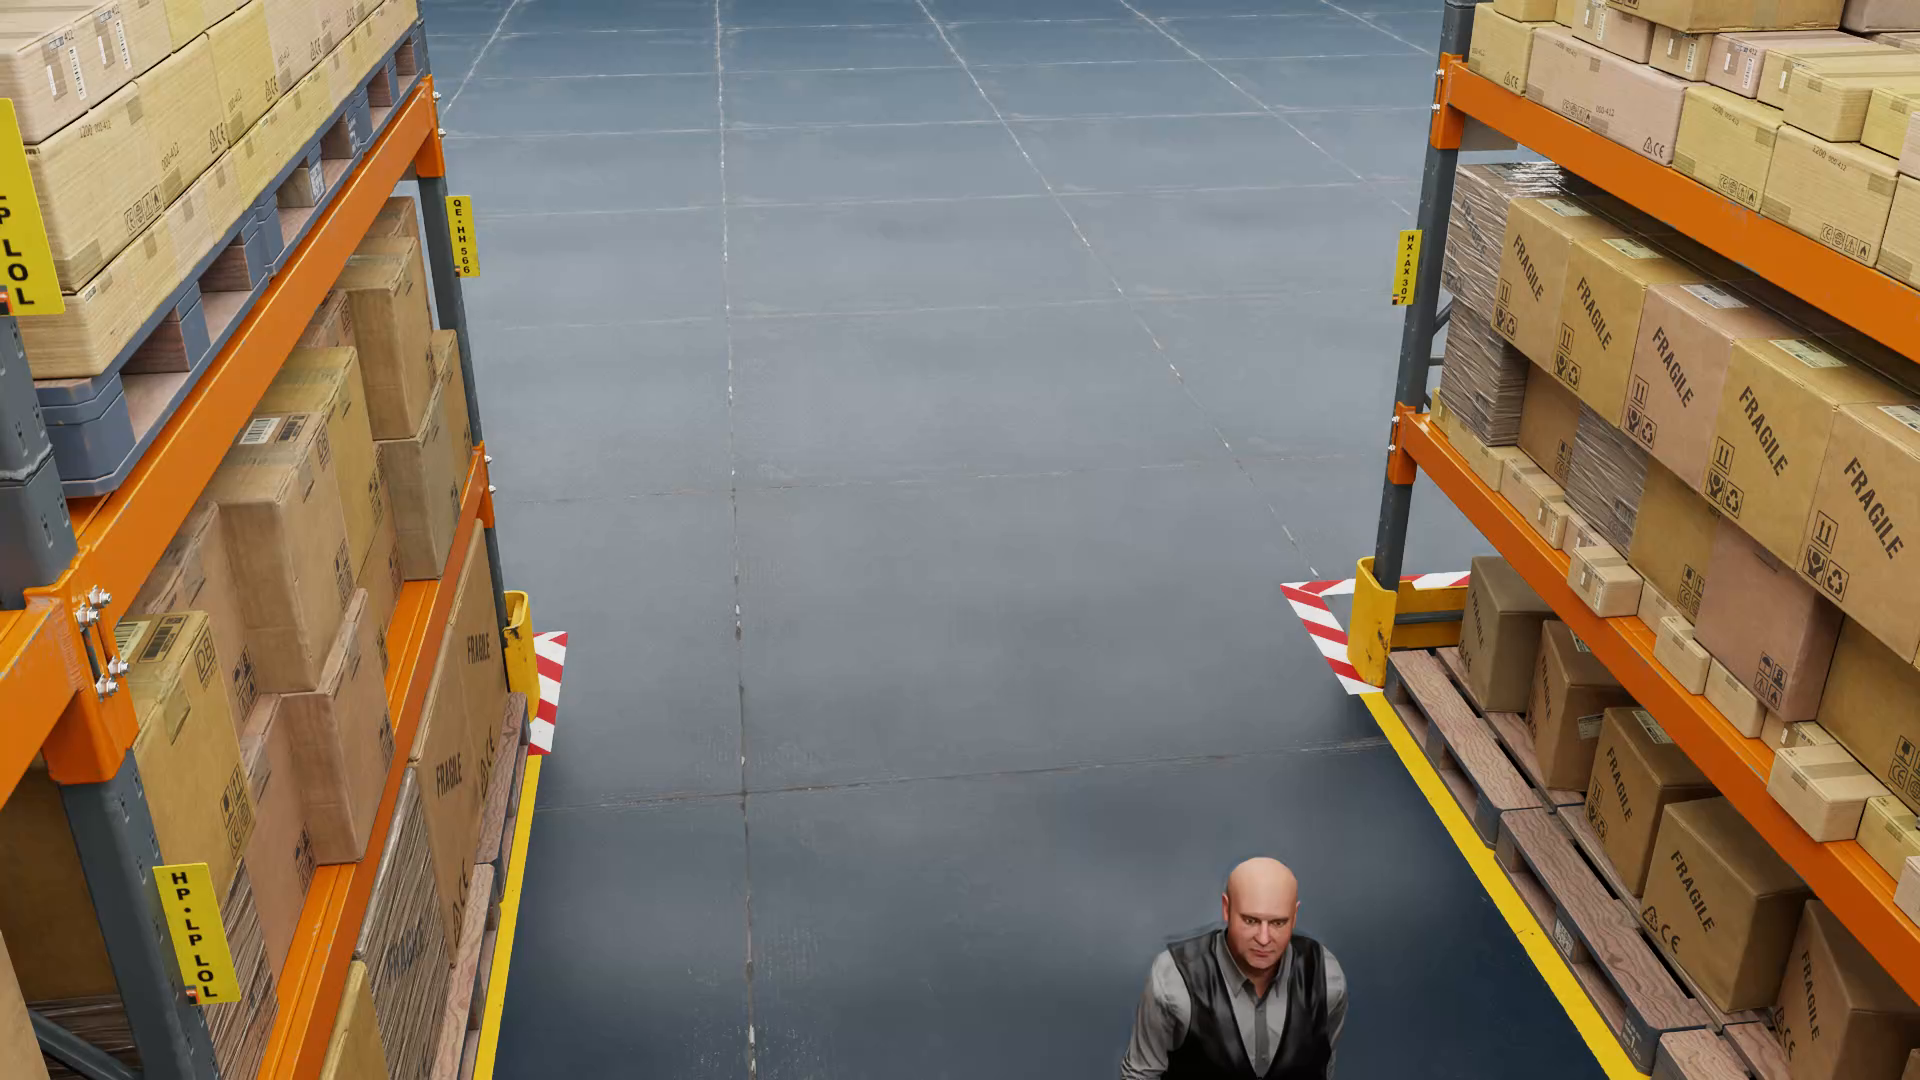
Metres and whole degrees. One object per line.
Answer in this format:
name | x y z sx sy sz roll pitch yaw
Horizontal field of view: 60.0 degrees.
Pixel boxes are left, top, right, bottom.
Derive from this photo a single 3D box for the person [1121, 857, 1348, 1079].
person | 0.668 1.529 4.158 0.558 1.675 1.045 1 27 1
